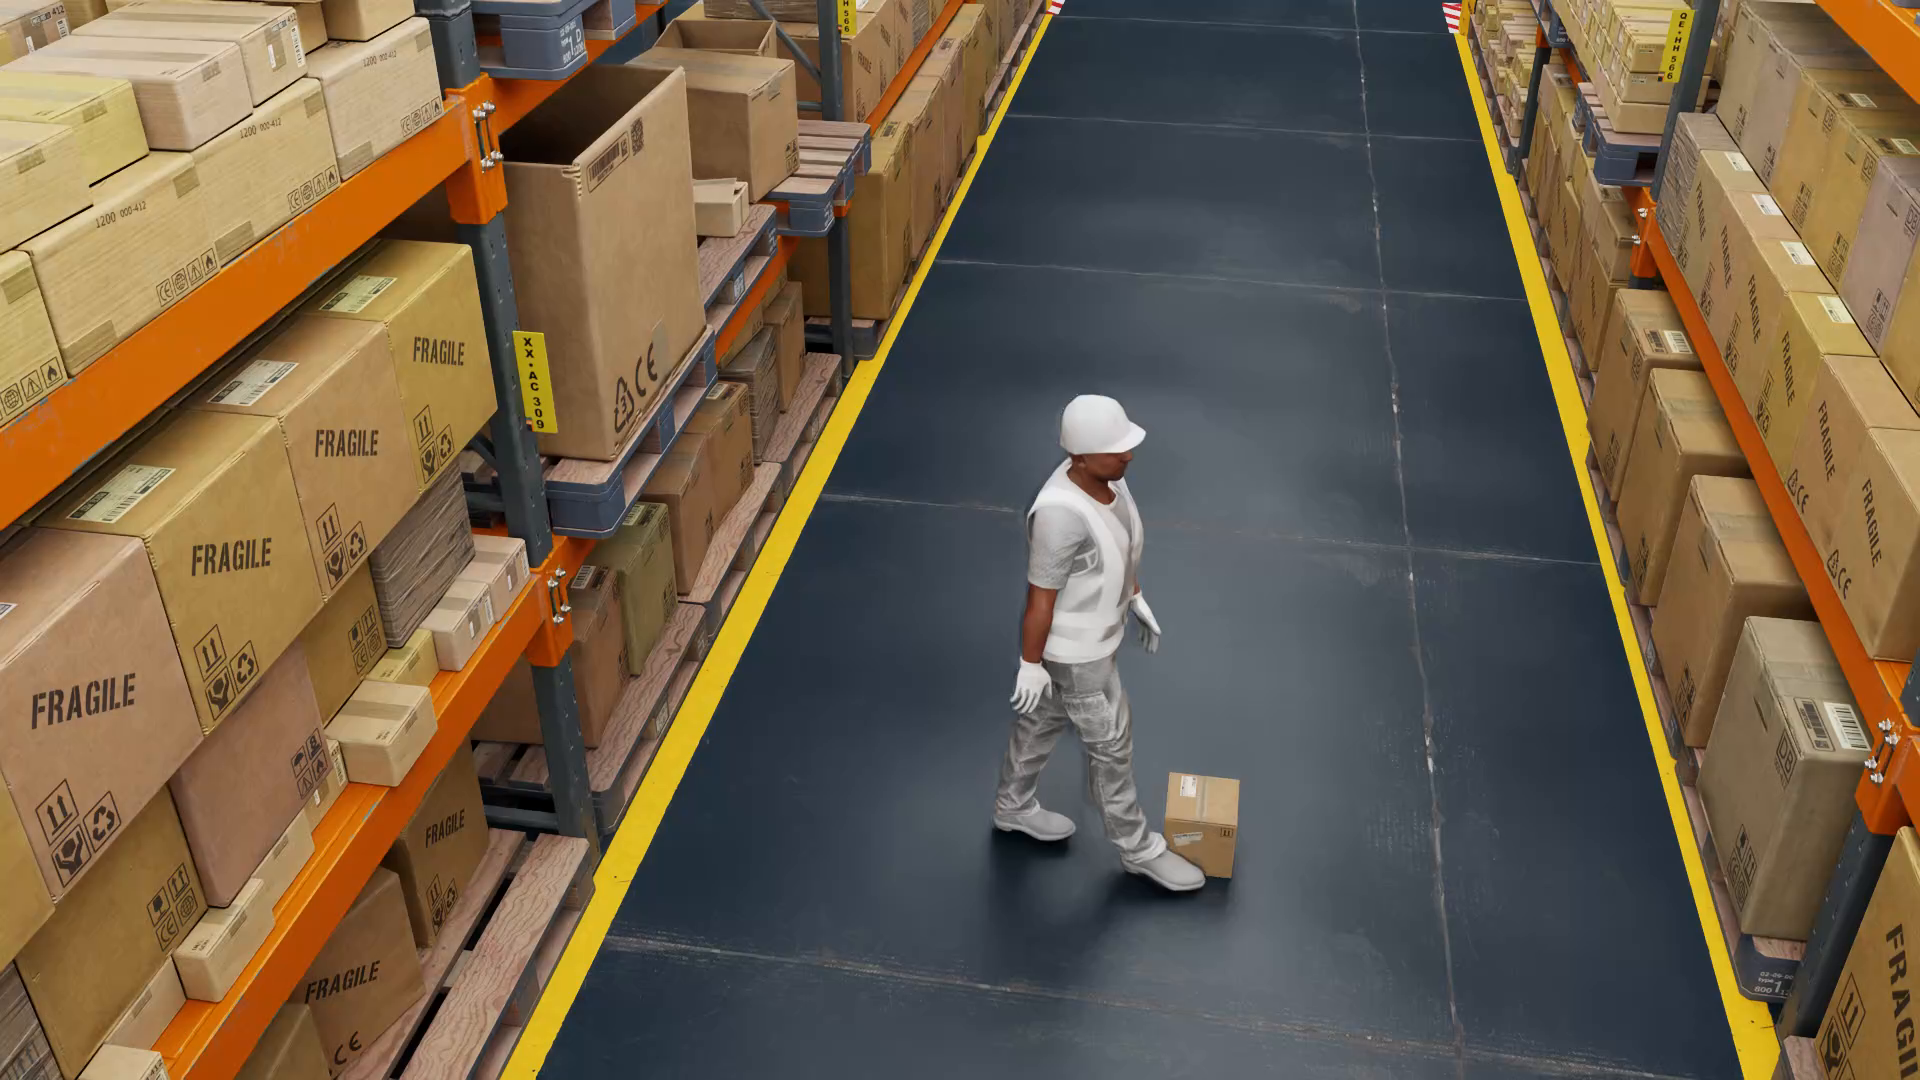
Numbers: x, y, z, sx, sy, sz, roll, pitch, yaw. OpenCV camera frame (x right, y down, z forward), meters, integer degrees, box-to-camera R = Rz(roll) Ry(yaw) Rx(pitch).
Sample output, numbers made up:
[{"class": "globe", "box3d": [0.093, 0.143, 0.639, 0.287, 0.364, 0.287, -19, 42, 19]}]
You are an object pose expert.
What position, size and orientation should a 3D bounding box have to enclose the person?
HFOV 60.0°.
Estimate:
[{"class": "person", "box3d": [0.512, 0.326, 5.558, 0.797, 1.760, 0.599, 8, 33, 13]}]
